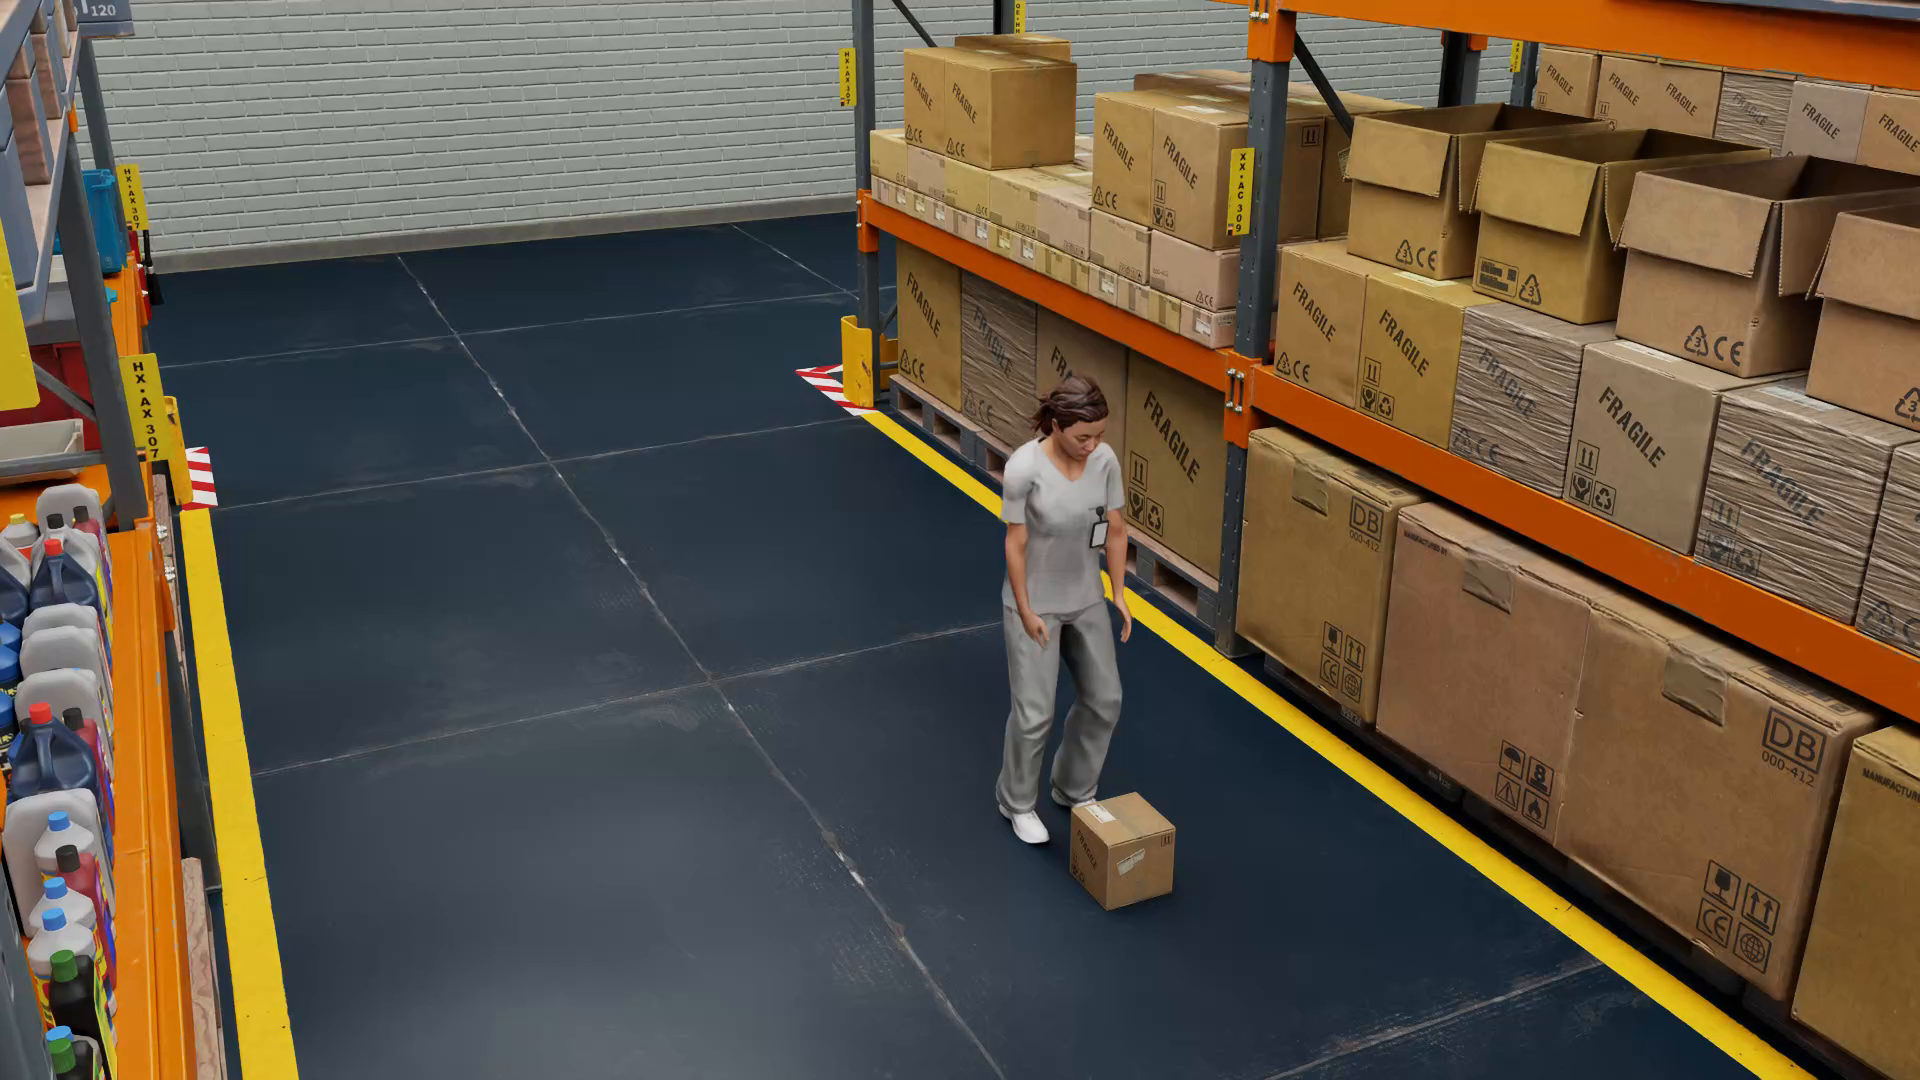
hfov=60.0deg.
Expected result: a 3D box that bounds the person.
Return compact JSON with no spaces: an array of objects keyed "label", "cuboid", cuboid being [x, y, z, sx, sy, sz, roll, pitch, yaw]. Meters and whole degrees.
[{"label":"person","cuboid":[0.350,0.224,5.596,0.456,1.645,0.354,-10,24,-22]}]
